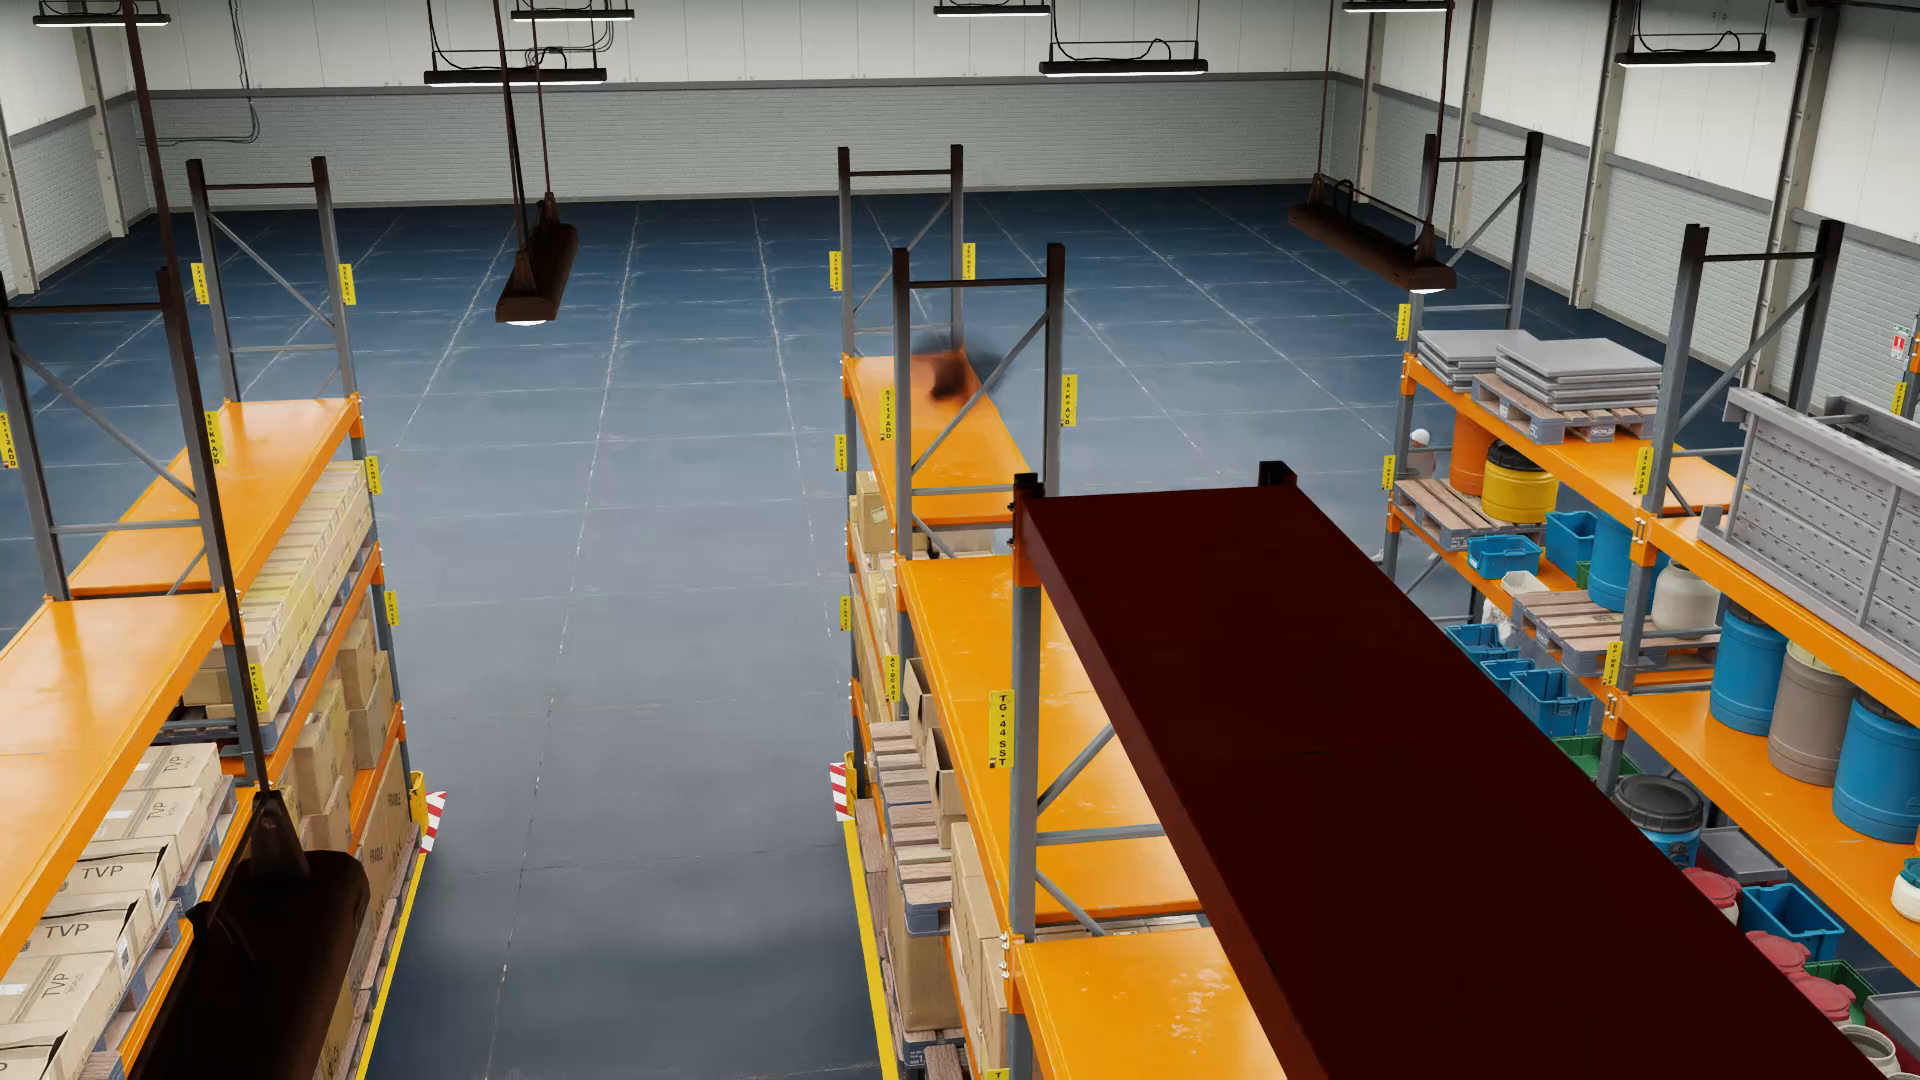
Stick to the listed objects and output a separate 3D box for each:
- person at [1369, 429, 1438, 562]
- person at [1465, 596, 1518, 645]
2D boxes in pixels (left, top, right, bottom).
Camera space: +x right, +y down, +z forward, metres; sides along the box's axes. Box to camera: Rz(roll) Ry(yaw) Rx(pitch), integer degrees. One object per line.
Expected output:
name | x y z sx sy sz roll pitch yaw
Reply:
person | 5.597 -0.513 20.497 0.989 1.790 0.674 4 22 10
person | 5.363 0.994 16.842 0.614 1.686 0.863 -17 27 -37
